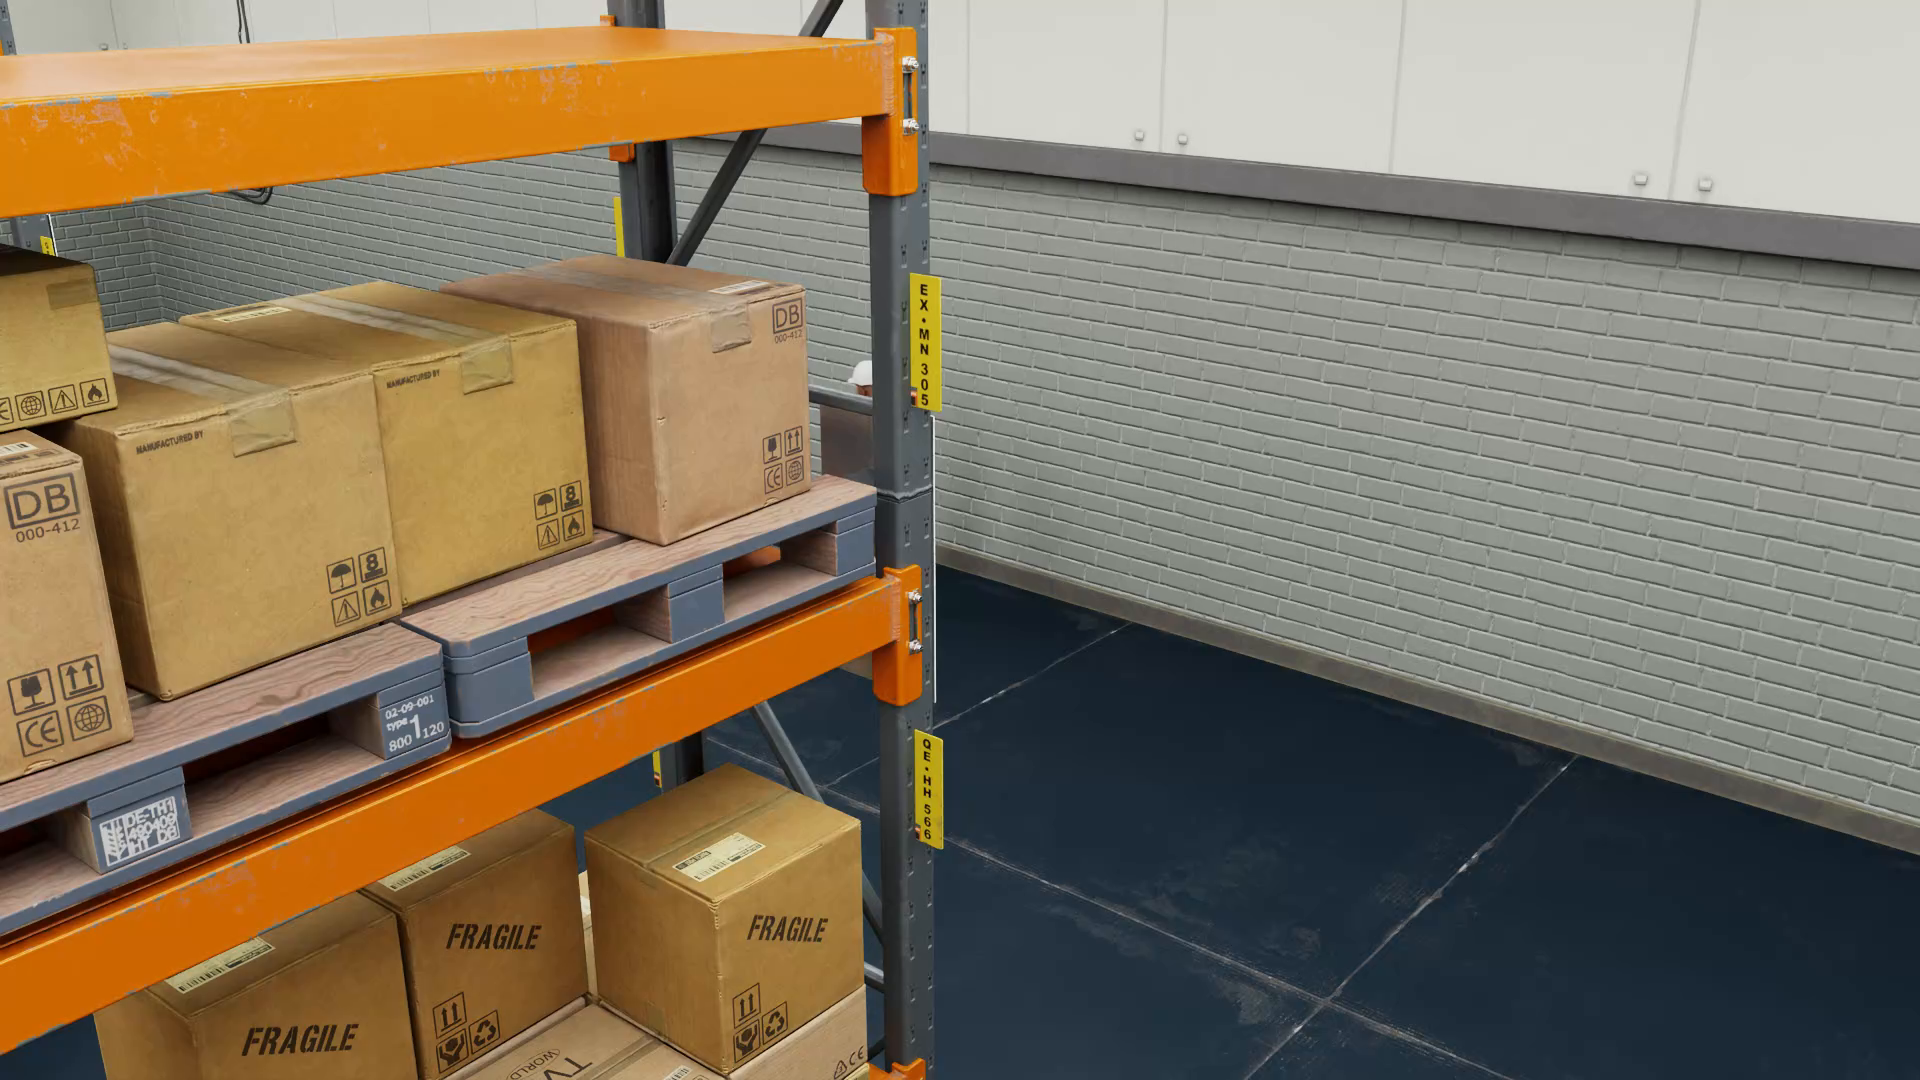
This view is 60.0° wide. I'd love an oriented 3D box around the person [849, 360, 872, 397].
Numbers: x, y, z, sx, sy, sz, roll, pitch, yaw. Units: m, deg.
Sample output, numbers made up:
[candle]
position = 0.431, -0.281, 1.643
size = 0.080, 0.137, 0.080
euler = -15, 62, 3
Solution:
[person]
position = -0.515, -0.316, 10.913
size = 0.456, 1.761, 0.628
euler = 16, 25, 37
